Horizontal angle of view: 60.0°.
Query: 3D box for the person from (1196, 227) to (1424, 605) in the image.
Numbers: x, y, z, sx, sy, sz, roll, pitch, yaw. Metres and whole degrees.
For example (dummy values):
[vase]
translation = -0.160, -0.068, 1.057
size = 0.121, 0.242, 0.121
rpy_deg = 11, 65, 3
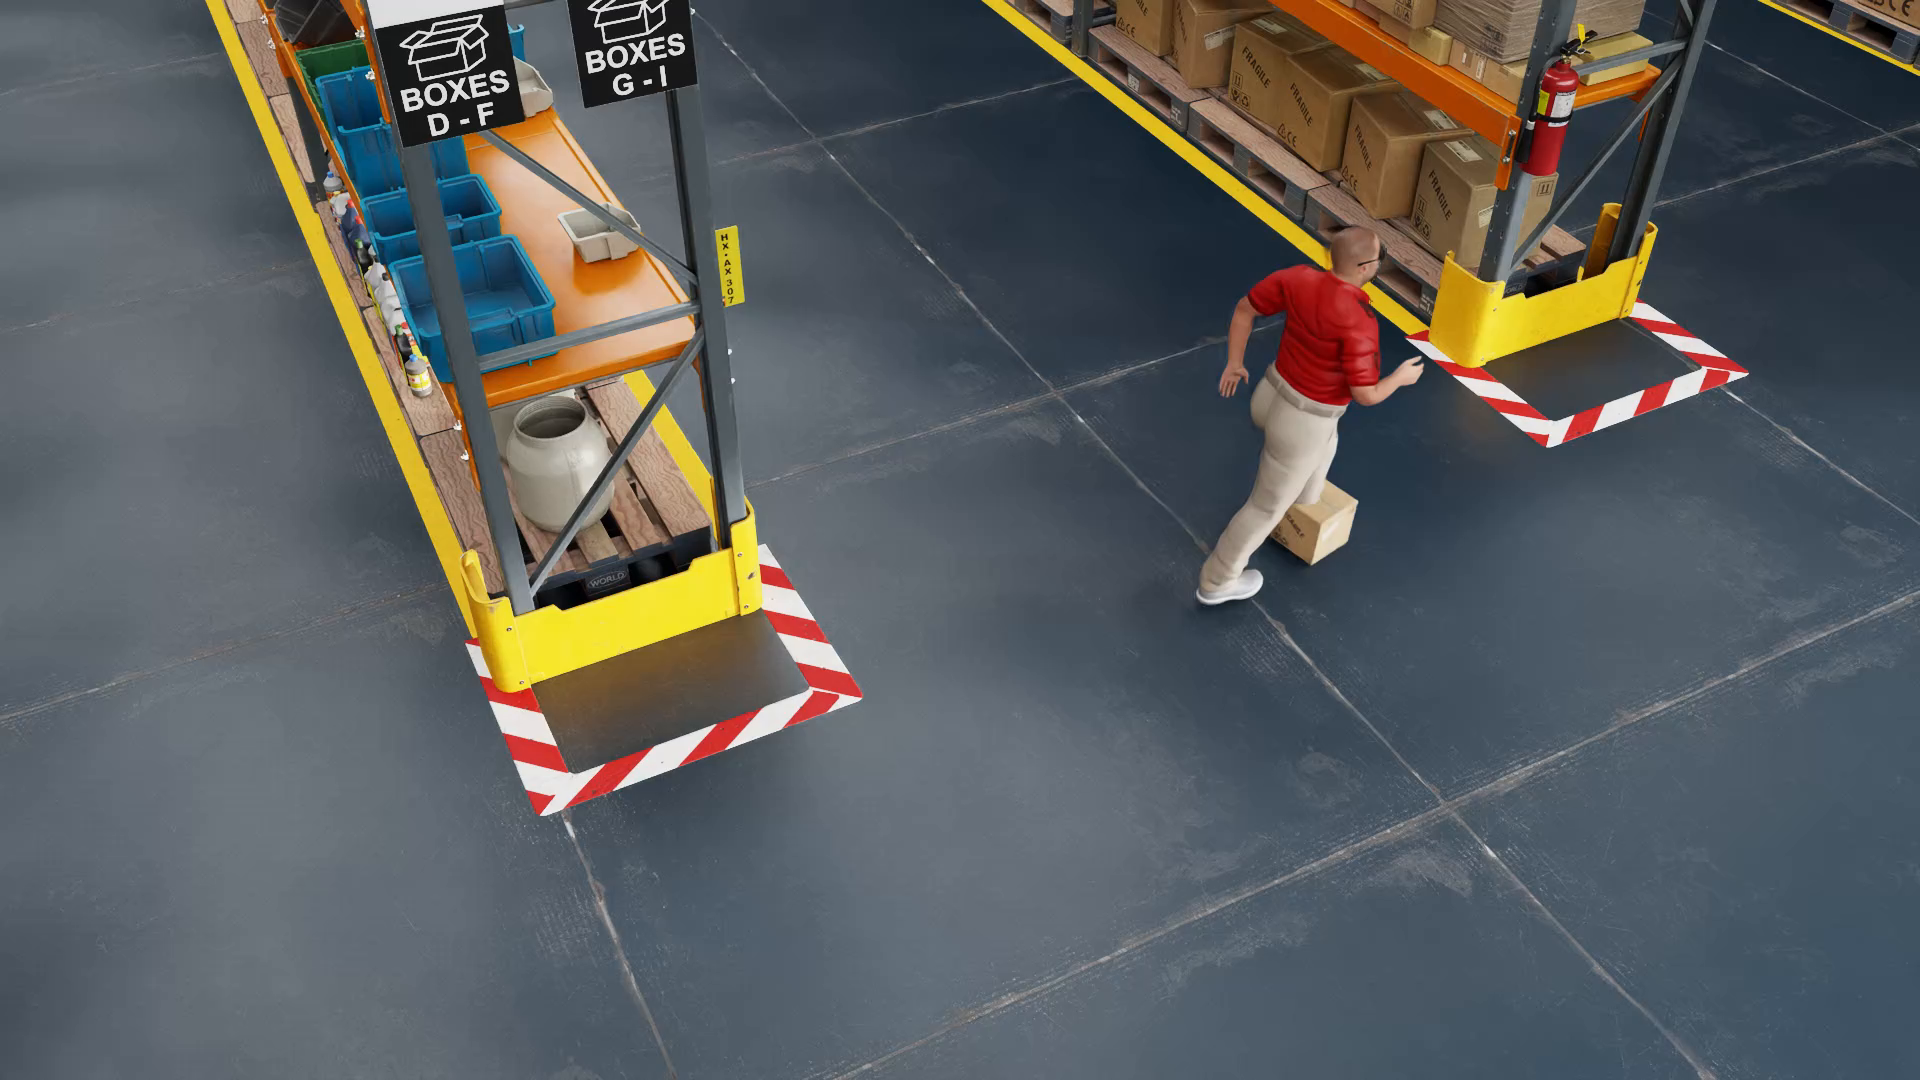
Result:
[person]
translation = 1.403, -0.525, 6.817
size = 0.921, 1.649, 0.678
rpy_deg = -14, 43, -16
